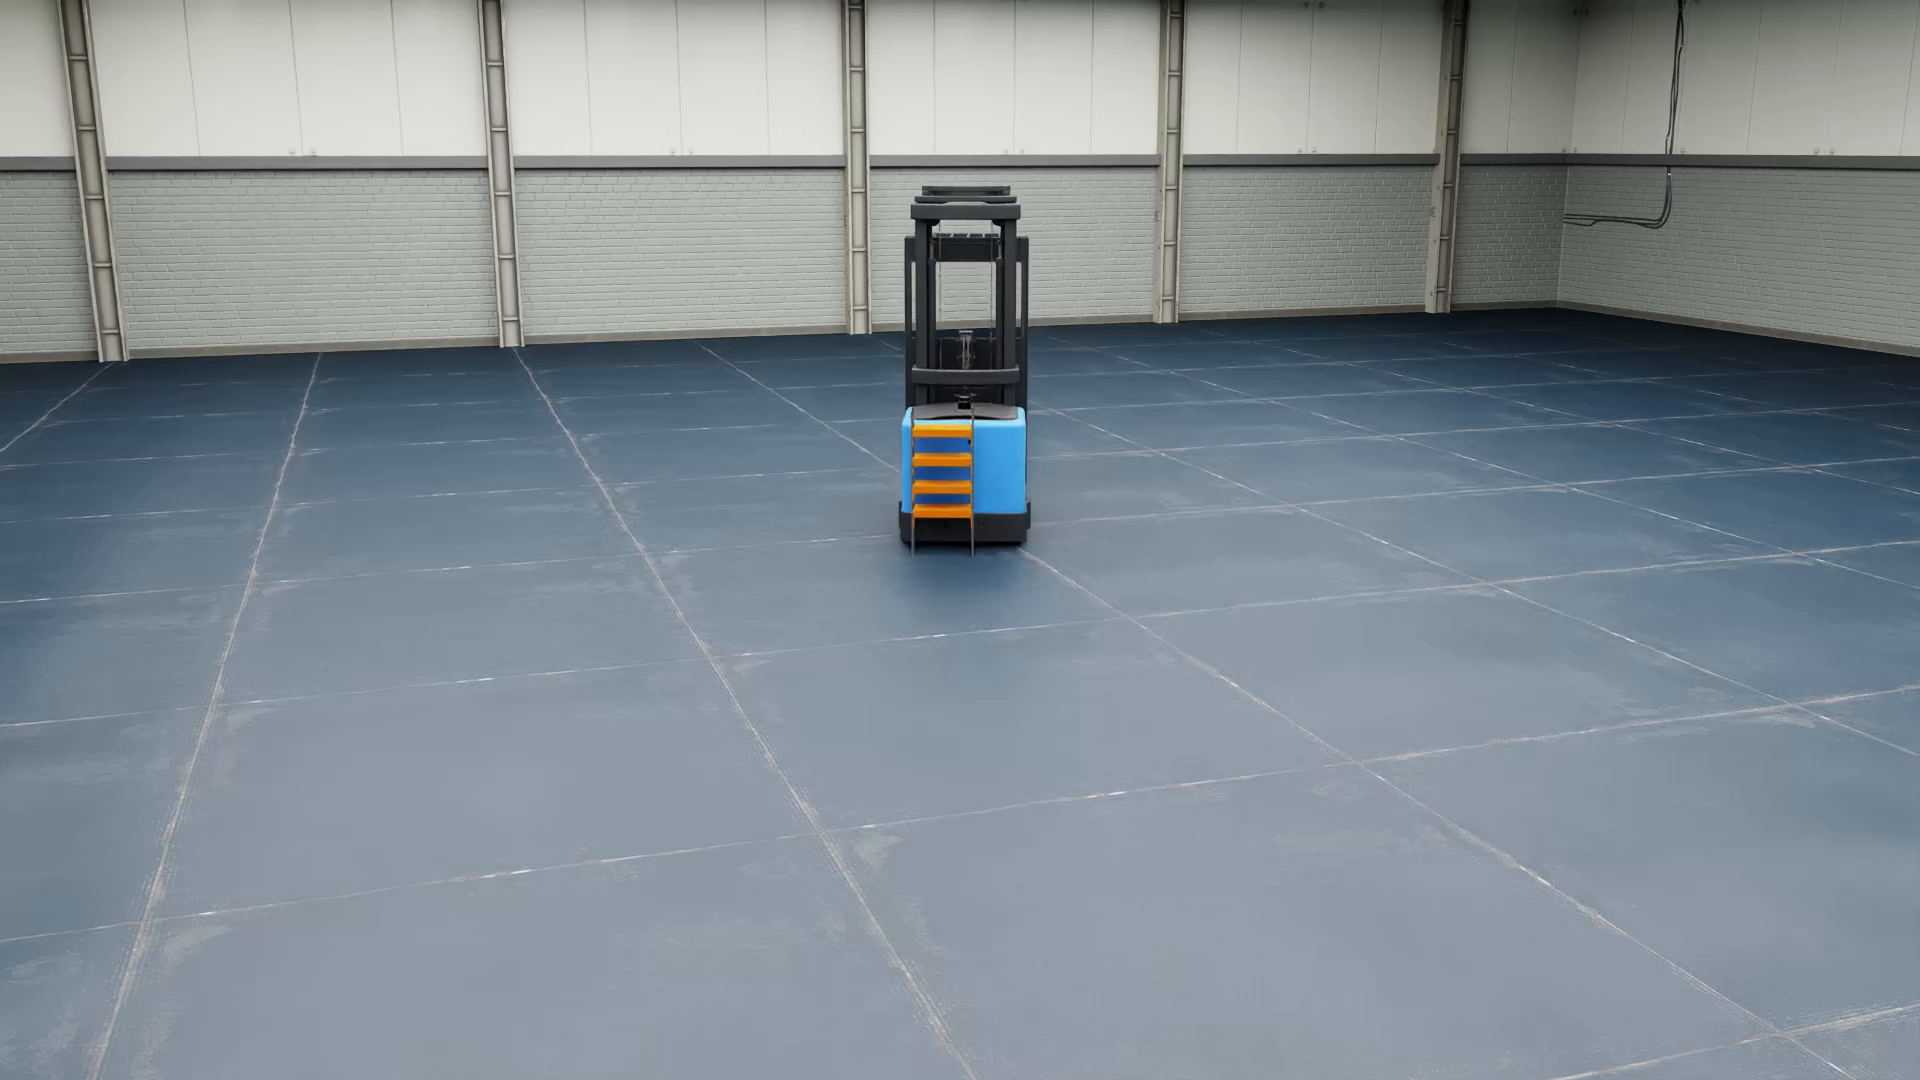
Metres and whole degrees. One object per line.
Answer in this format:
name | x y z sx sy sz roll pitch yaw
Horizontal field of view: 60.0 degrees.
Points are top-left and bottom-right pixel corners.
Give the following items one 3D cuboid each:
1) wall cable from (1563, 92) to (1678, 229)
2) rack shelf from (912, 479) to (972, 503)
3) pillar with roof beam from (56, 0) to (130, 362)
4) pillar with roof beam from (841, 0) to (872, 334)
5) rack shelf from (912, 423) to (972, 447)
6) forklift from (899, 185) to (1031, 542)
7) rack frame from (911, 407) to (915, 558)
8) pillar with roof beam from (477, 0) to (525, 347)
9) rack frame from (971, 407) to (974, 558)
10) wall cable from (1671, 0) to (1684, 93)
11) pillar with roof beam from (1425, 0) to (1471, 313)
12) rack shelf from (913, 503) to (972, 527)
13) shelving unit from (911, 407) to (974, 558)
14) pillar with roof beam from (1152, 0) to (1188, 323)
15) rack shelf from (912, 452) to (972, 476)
wall cable | 12.785 -7.367 32.380 0.112 2.526 3.097 -4 14 -18
rack shelf | -0.140 -0.402 13.529 0.480 0.148 0.258 0 13 1
pillar with roof beam | -11.802 -6.235 20.909 0.400 9.000 9.100 -4 14 -18
pillar with roof beam | -0.429 -7.121 24.633 0.400 9.000 9.100 -4 14 -18
rack shelf | -0.140 -0.849 13.422 0.480 0.148 0.258 0 13 1
forklift | 0.062 -1.693 14.926 1.130 2.935 3.031 0 13 1
rack frame | -0.384 -0.468 13.518 0.015 1.200 0.240 0 13 1
pillar with roof beam | -6.116 -6.678 22.771 0.400 9.000 9.100 -4 14 -18
rack frame | 0.104 -0.466 13.508 0.015 1.200 0.240 0 13 1
wall cable | 13.648 -9.231 29.301 0.112 2.526 3.097 -4 14 -18
pillar with roof beam | 10.944 -8.006 28.356 0.400 9.000 9.100 -4 14 -18
rack shelf | -0.140 -0.208 13.575 0.480 0.148 0.258 0 13 1
shelving unit | -0.140 -0.467 13.513 0.503 1.200 0.258 0 13 1
pillar with roof beam | 5.258 -7.564 26.494 0.400 9.000 9.100 -4 14 -18
rack shelf | -0.140 -0.619 13.477 0.480 0.148 0.258 0 13 1
